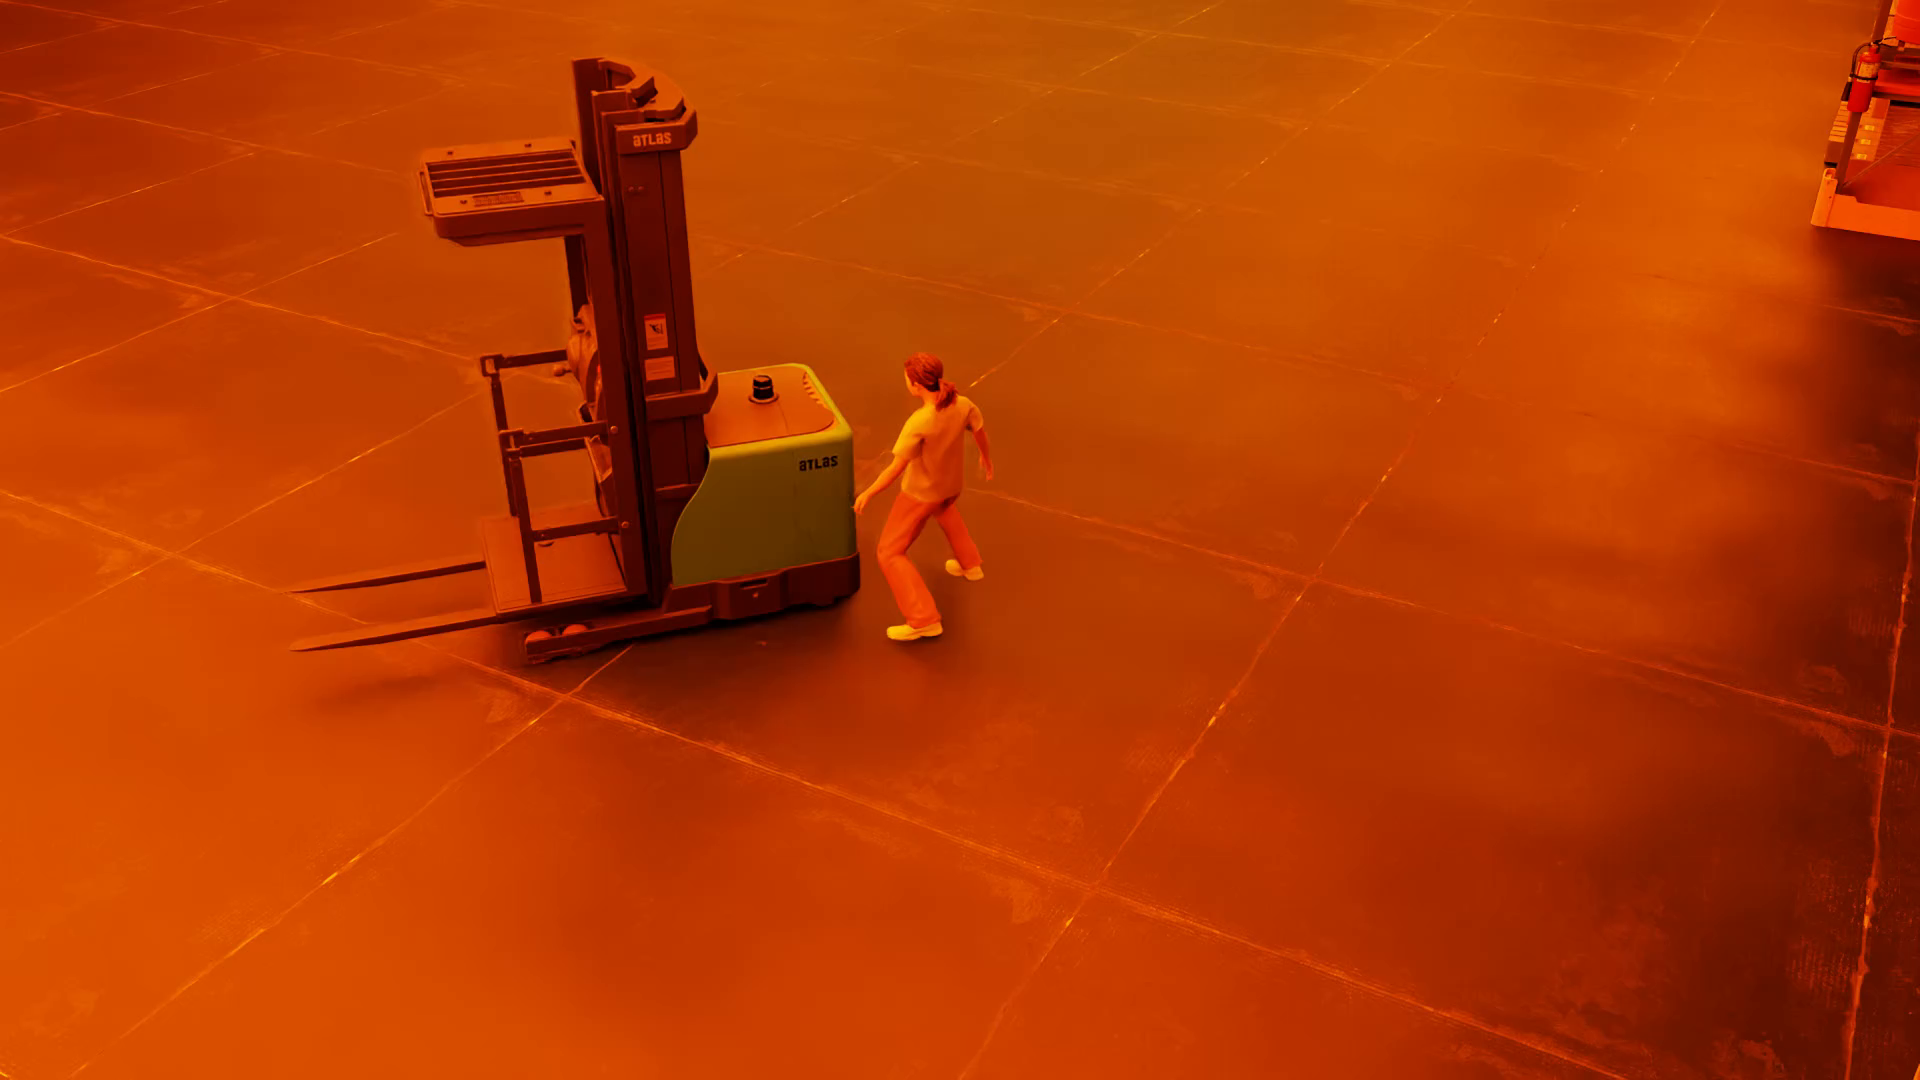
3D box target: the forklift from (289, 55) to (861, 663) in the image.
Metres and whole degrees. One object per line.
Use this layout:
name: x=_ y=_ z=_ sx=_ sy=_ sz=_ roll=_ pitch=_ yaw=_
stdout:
forklift: x=-2.135 y=-0.912 z=8.651 sx=3.031 sy=2.935 sz=1.130 roll=-10 pitch=31 yaw=-17

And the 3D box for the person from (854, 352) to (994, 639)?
person: x=-0.165 y=-0.307 z=8.991 sx=0.847 sy=1.573 sz=0.587 roll=-23 pitch=37 yaw=-34
